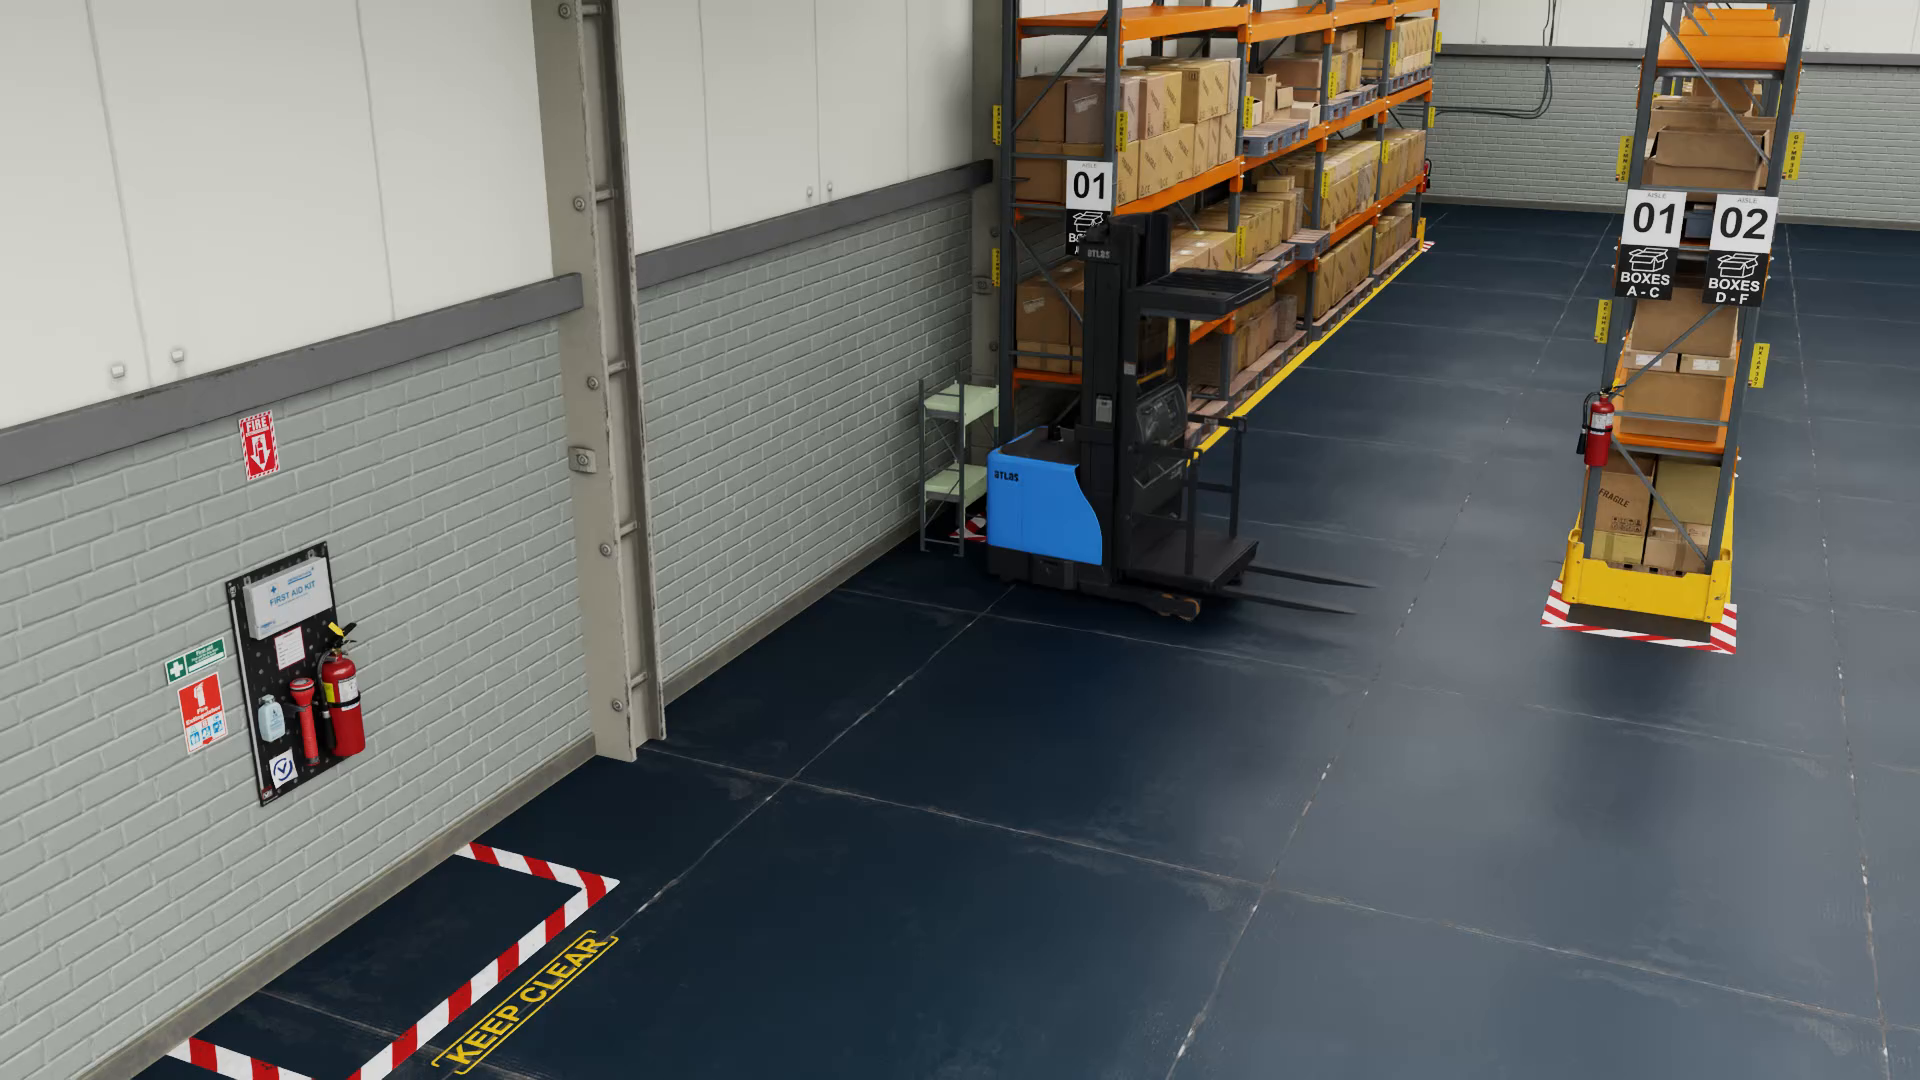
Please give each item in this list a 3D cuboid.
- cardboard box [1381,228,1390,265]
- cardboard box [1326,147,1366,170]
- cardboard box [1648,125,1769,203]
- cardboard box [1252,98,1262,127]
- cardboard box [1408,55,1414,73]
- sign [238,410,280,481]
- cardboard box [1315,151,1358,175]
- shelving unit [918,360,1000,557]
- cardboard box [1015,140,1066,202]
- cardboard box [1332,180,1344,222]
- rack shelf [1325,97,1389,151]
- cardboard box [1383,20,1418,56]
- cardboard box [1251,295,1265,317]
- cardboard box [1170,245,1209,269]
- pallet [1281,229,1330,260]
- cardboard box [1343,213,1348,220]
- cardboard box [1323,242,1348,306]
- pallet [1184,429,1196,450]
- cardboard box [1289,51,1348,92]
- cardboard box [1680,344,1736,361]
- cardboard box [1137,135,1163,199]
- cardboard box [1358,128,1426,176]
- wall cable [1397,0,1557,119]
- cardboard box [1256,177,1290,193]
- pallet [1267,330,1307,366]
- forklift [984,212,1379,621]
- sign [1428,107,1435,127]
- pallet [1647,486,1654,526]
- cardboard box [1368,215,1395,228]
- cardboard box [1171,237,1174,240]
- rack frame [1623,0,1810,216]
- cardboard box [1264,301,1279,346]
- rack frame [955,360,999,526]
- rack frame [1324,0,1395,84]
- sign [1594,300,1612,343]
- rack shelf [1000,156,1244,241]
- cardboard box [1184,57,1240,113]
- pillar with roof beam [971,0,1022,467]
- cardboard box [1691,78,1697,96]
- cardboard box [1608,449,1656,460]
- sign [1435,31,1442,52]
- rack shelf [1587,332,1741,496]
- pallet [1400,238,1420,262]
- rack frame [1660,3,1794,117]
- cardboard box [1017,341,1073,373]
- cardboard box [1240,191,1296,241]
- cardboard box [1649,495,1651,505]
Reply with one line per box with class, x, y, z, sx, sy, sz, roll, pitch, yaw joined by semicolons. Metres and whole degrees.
cardboard box;6.348;-4.646;26.161;0.700;0.500;0.500;8;21;22
cardboard box;5.354;-5.320;23.209;0.500;0.250;0.500;9;21;24
cardboard box;5.585;-2.813;12.435;0.797;0.503;0.637;10;22;26
cardboard box;3.012;-4.727;18.313;0.500;0.311;0.500;9;22;24
cardboard box;6.688;-7.333;25.583;0.500;0.250;0.500;8;21;21
sign;-3.275;-0.442;7.776;0.001;0.298;0.199;9;21;23
cardboard box;5.146;-5.164;22.771;0.500;0.250;0.500;8;21;22
shelving unit;-0.003;-0.705;14.212;0.431;1.500;0.755;9;21;23
cardboard box;0.765;-3.222;14.398;0.500;0.500;0.500;10;22;27
cardboard box;4.757;-4.505;22.036;0.500;0.500;0.500;9;22;24
rack shelf;4.920;-5.722;22.678;1.077;0.370;4.000;9;21;23
cardboard box;6.689;-7.689;25.464;0.500;0.500;0.500;9;21;23
cardboard box;3.357;-2.868;20.011;0.500;0.250;0.500;8;21;22
cardboard box;2.137;-2.612;16.413;0.500;0.500;0.500;8;21;21
pallet;3.907;-3.713;20.719;1.213;0.211;1.003;9;21;23
cardboard box;5.179;-4.546;23.119;0.380;0.149;0.250;9;22;24
cardboard box;4.887;-3.695;22.962;0.750;0.750;0.750;8;21;22
pallet;1.722;-0.915;16.726;1.003;0.211;1.213;9;21;23
cardboard box;4.846;-6.349;22.563;0.700;0.500;0.500;9;21;23
cardboard box;5.809;-1.436;12.913;0.380;0.149;0.250;8;21;21
cardboard box;1.443;-3.287;14.580;0.500;0.500;0.500;10;22;26
cardboard box;7.177;-6.466;27.725;0.980;0.700;0.700;10;22;25
wall cable;10.019;-9.525;32.456;3.097;2.526;0.112;9;21;23
cardboard box;3.869;-4.386;20.551;0.380;0.149;0.250;5;20;14
pallet;3.780;-2.483;21.137;1.003;0.211;1.213;9;21;23
forklift;1.742;-0.968;12.815;3.031;2.935;1.130;10;22;27
sign;7.866;-7.060;27.762;0.100;0.325;0.005;9;21;23
pallet;6.122;-0.209;14.742;1.003;0.211;1.213;9;21;23
cardboard box;6.659;-5.038;26.295;0.380;0.149;0.250;8;21;21
cardboard box;1.865;-2.833;17.032;0.500;0.500;0.500;8;21;22
rack frame;5.346;-3.738;11.551;1.000;3.000;0.127;9;21;23
cardboard box;3.537;-2.697;20.649;0.700;0.500;0.500;9;21;23
rack frame;0.147;-0.817;14.526;0.400;1.500;0.023;9;21;23
rack frame;5.739;-8.085;23.774;1.000;3.000;0.127;9;21;23
sign;4.857;-1.648;12.544;0.100;0.325;0.005;9;21;23
rack shelf;1.644;-3.276;15.801;1.077;0.370;4.000;9;21;23
cardboard box;2.505;-4.564;16.677;0.500;0.500;0.500;7;21;18
pillar with roof beam;4.250;-4.159;12.733;9.100;9.000;0.400;9;21;23
cardboard box;7.485;-4.389;16.334;0.500;0.500;0.500;11;22;28
cardboard box;5.690;-0.680;14.262;0.500;0.500;0.500;9;21;23
sign;7.866;-8.196;27.358;0.100;0.325;0.005;9;21;23
rack shelf;6.165;-1.184;14.396;1.077;0.370;4.000;9;21;23
pallet;7.121;-4.912;27.967;1.003;0.211;1.213;9;21;23
rack frame;6.984;-4.961;14.989;1.000;3.000;0.127;9;21;23
cardboard box;0.840;-1.699;14.962;0.500;0.250;0.500;9;21;23
cardboard box;3.714;-3.971;20.351;0.700;0.500;0.500;6;21;18
cardboard box;5.693;-0.326;14.386;0.500;0.250;0.500;9;21;23
